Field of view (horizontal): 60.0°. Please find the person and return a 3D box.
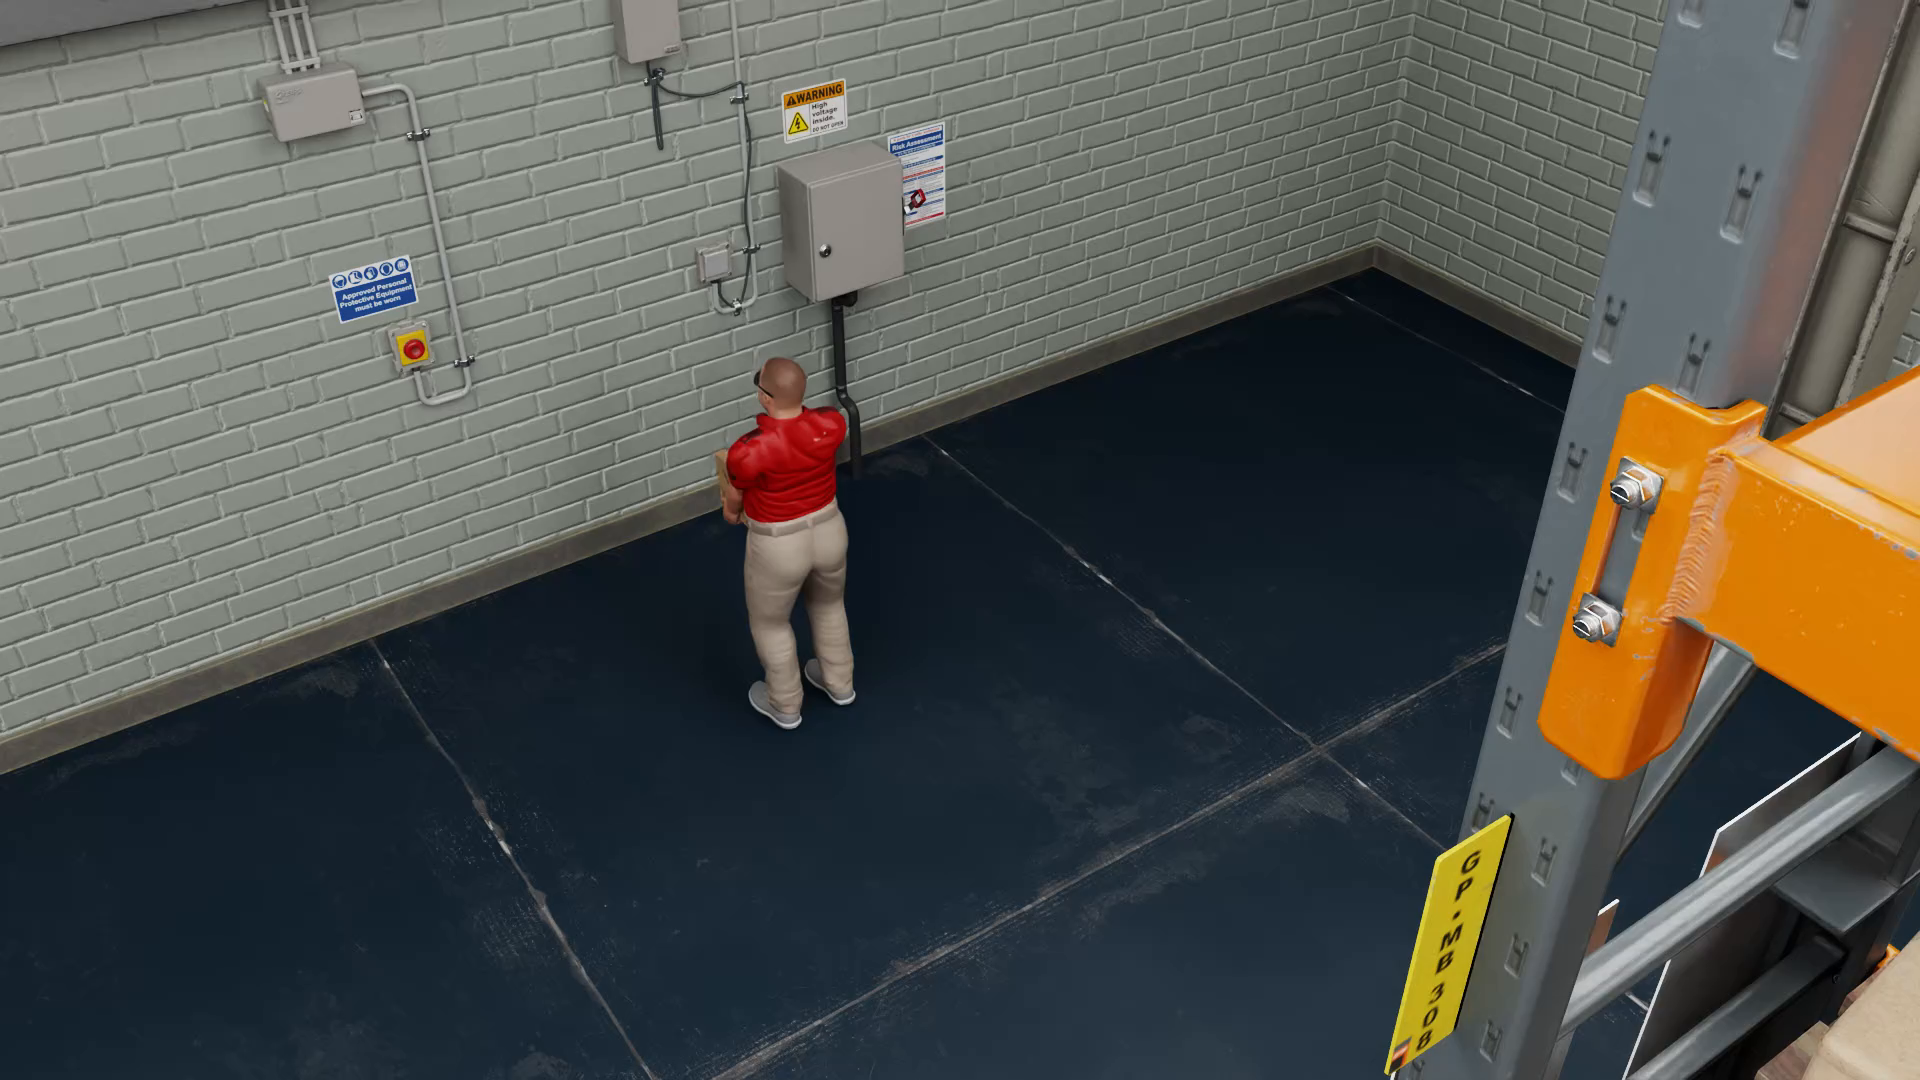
[{"bbox_3d":[-0.728,-0.032,6.715,0.490,1.722,0.540,-22,42,-27],"label":"person"}]
